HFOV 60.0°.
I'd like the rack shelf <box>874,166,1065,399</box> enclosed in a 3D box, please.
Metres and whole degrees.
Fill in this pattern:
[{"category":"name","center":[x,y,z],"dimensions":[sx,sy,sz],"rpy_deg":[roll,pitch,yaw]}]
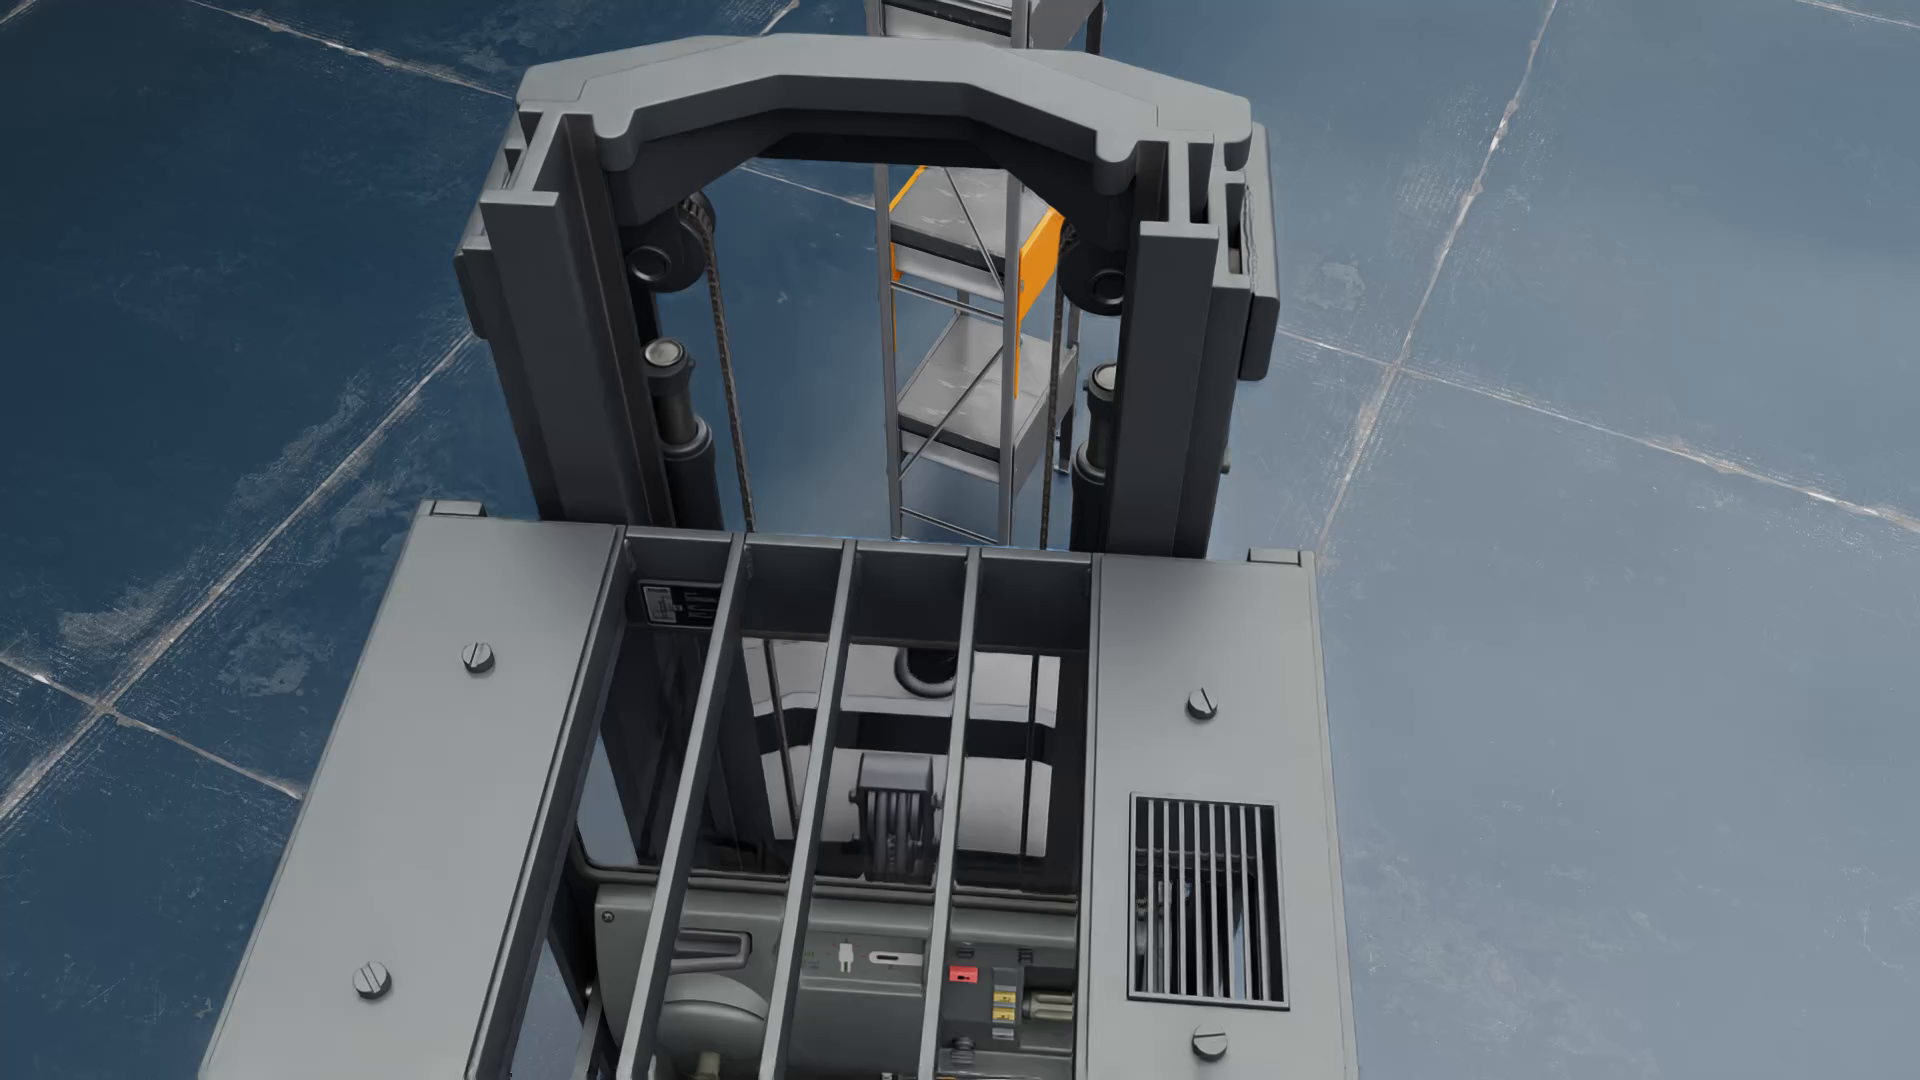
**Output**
[{"category":"rack shelf","center":[0.071,-0.786,4.558],"dimensions":[0.431,0.518,0.480],"rpy_deg":[20,52,16]}]

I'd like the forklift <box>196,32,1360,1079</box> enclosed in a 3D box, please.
[{"category":"forklift","center":[-0.142,0.879,2.577],"dimensions":[1.130,2.935,3.031],"rpy_deg":[3,50,3]}]

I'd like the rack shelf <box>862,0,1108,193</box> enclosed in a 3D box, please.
[{"category":"rack shelf","center":[0.071,-1.239,4.025],"dimensions":[0.431,0.518,0.480],"rpy_deg":[20,52,16]}]

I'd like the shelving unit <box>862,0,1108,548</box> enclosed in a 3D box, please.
[{"category":"shelving unit","center":[0.071,-0.794,4.547],"dimensions":[0.431,2.100,0.503],"rpy_deg":[20,52,16]}]

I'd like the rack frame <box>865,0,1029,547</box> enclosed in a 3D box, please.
[{"category":"rack frame","center":[-0.034,-0.626,4.404],"dimensions":[0.400,2.100,0.015],"rpy_deg":[20,52,16]}]

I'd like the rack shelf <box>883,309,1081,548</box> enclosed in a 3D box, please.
[{"category":"rack shelf","center":[0.071,-0.332,5.091],"dimensions":[0.431,0.518,0.480],"rpy_deg":[20,52,16]}]

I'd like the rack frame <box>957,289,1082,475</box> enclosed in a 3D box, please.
[{"category":"rack frame","center":[0.175,-0.962,4.690],"dimensions":[0.400,2.100,0.015],"rpy_deg":[20,52,16]}]
